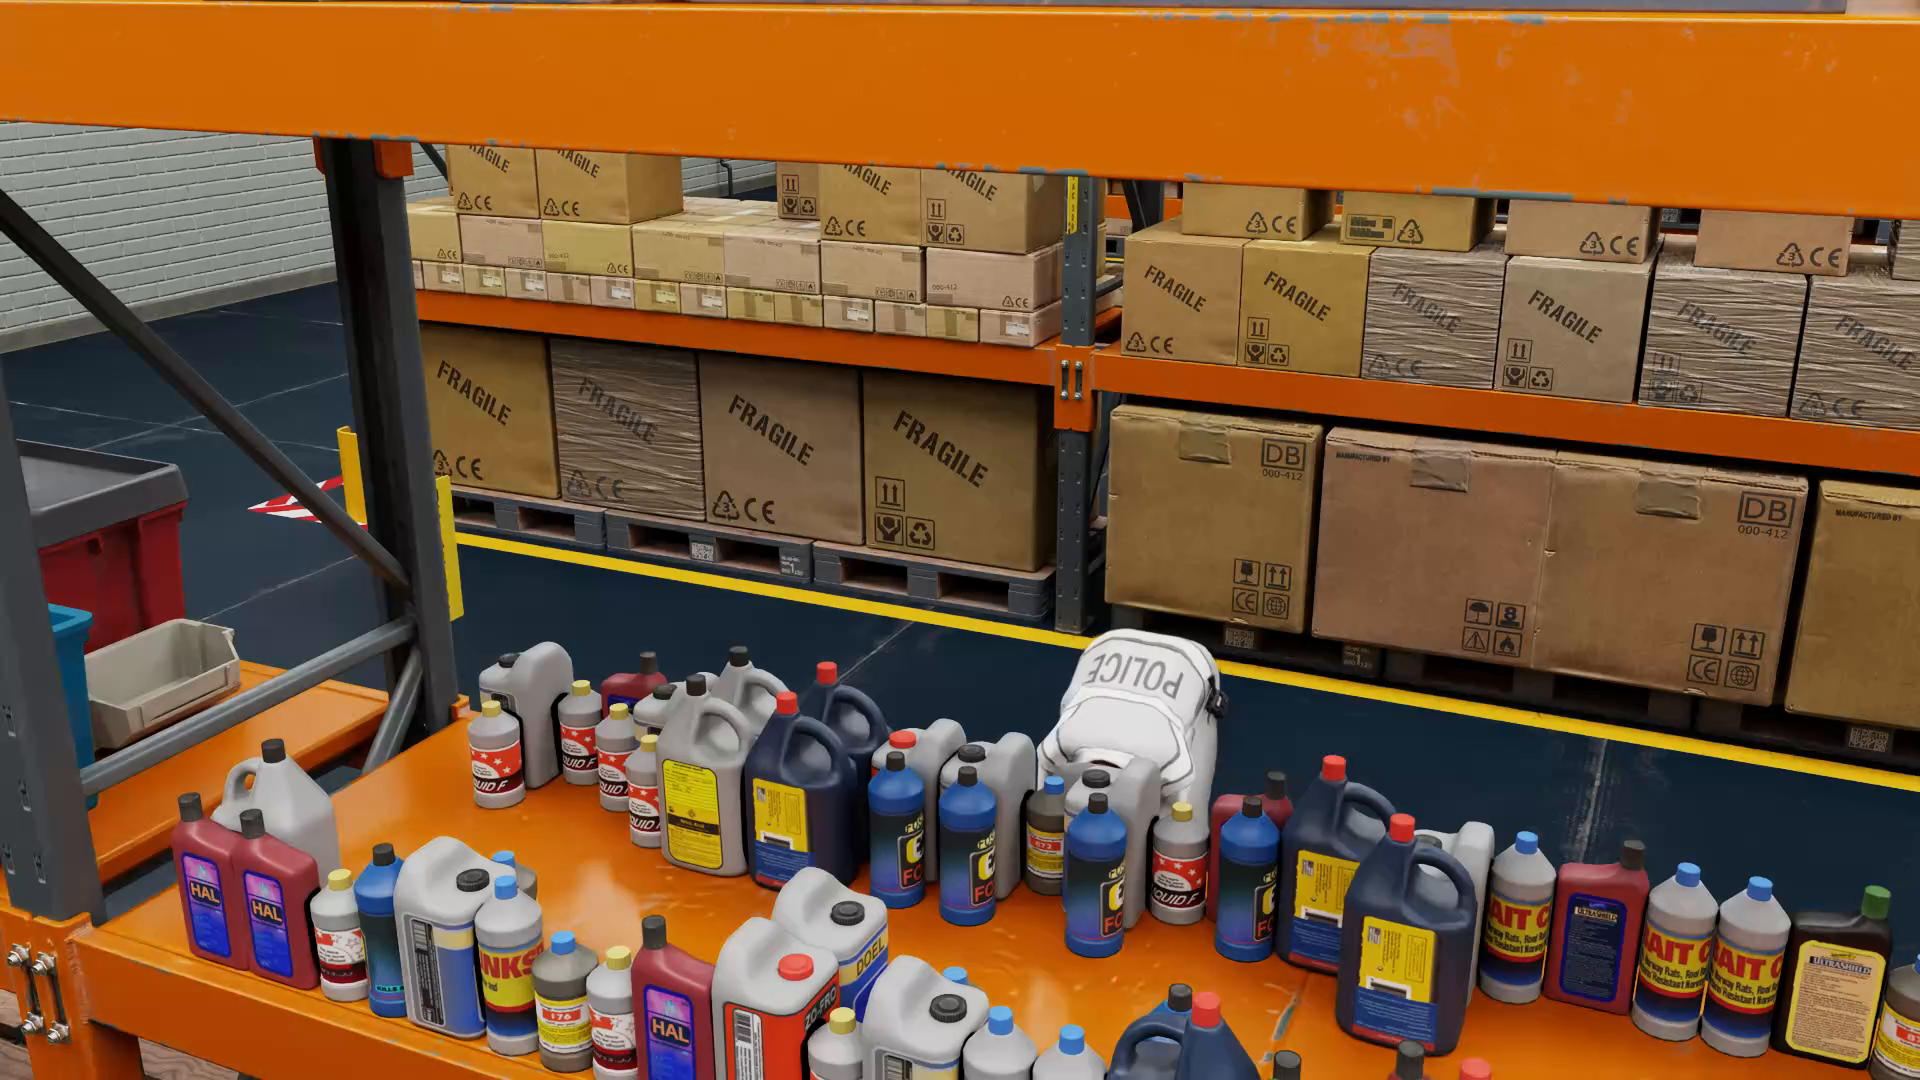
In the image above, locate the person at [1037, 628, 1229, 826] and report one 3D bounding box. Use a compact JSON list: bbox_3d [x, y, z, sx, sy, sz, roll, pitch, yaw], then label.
[{"bbox_3d":[0.495,0.798,5.061,0.529,0.913,1.027,7,20,21],"label":"person"}]
